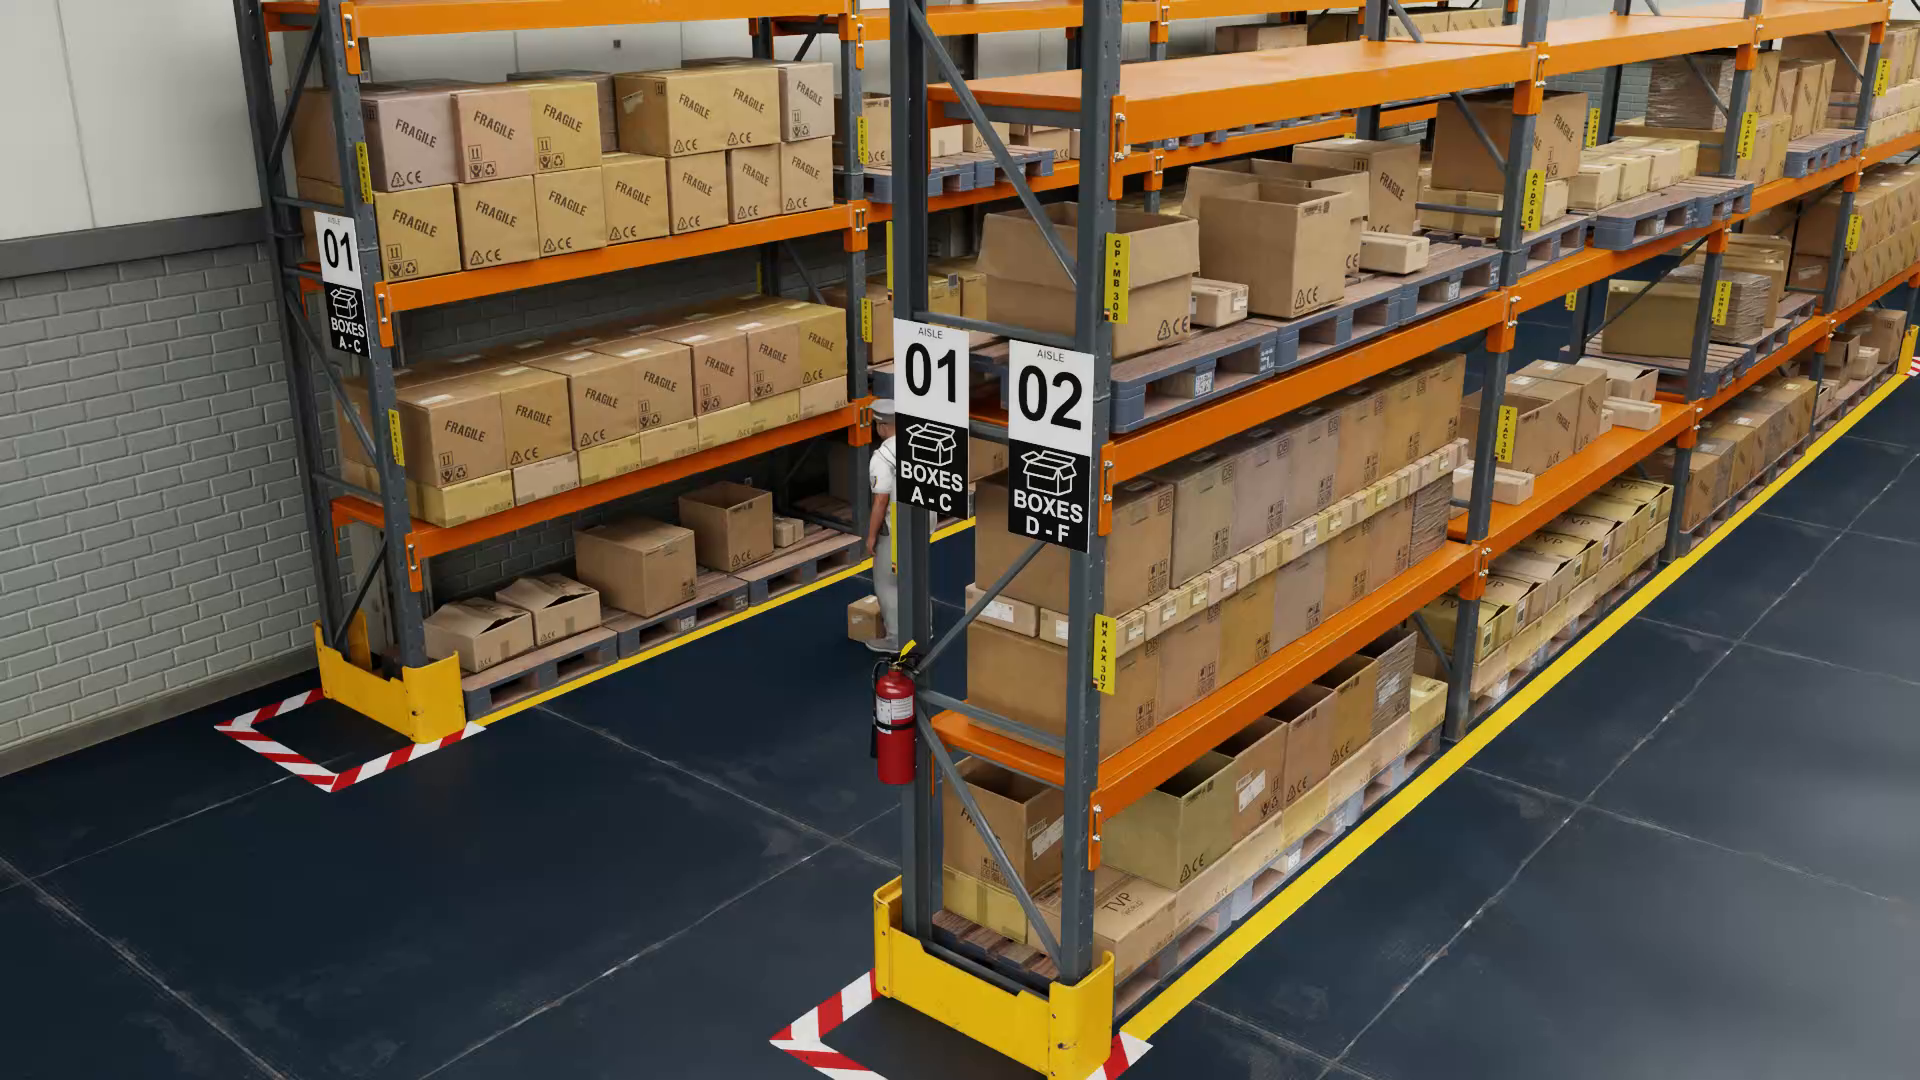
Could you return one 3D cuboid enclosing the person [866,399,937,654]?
[{"bbox_3d":[-0.395,-0.084,11.293,0.433,1.748,0.585,16,25,36],"label":"person"}]
